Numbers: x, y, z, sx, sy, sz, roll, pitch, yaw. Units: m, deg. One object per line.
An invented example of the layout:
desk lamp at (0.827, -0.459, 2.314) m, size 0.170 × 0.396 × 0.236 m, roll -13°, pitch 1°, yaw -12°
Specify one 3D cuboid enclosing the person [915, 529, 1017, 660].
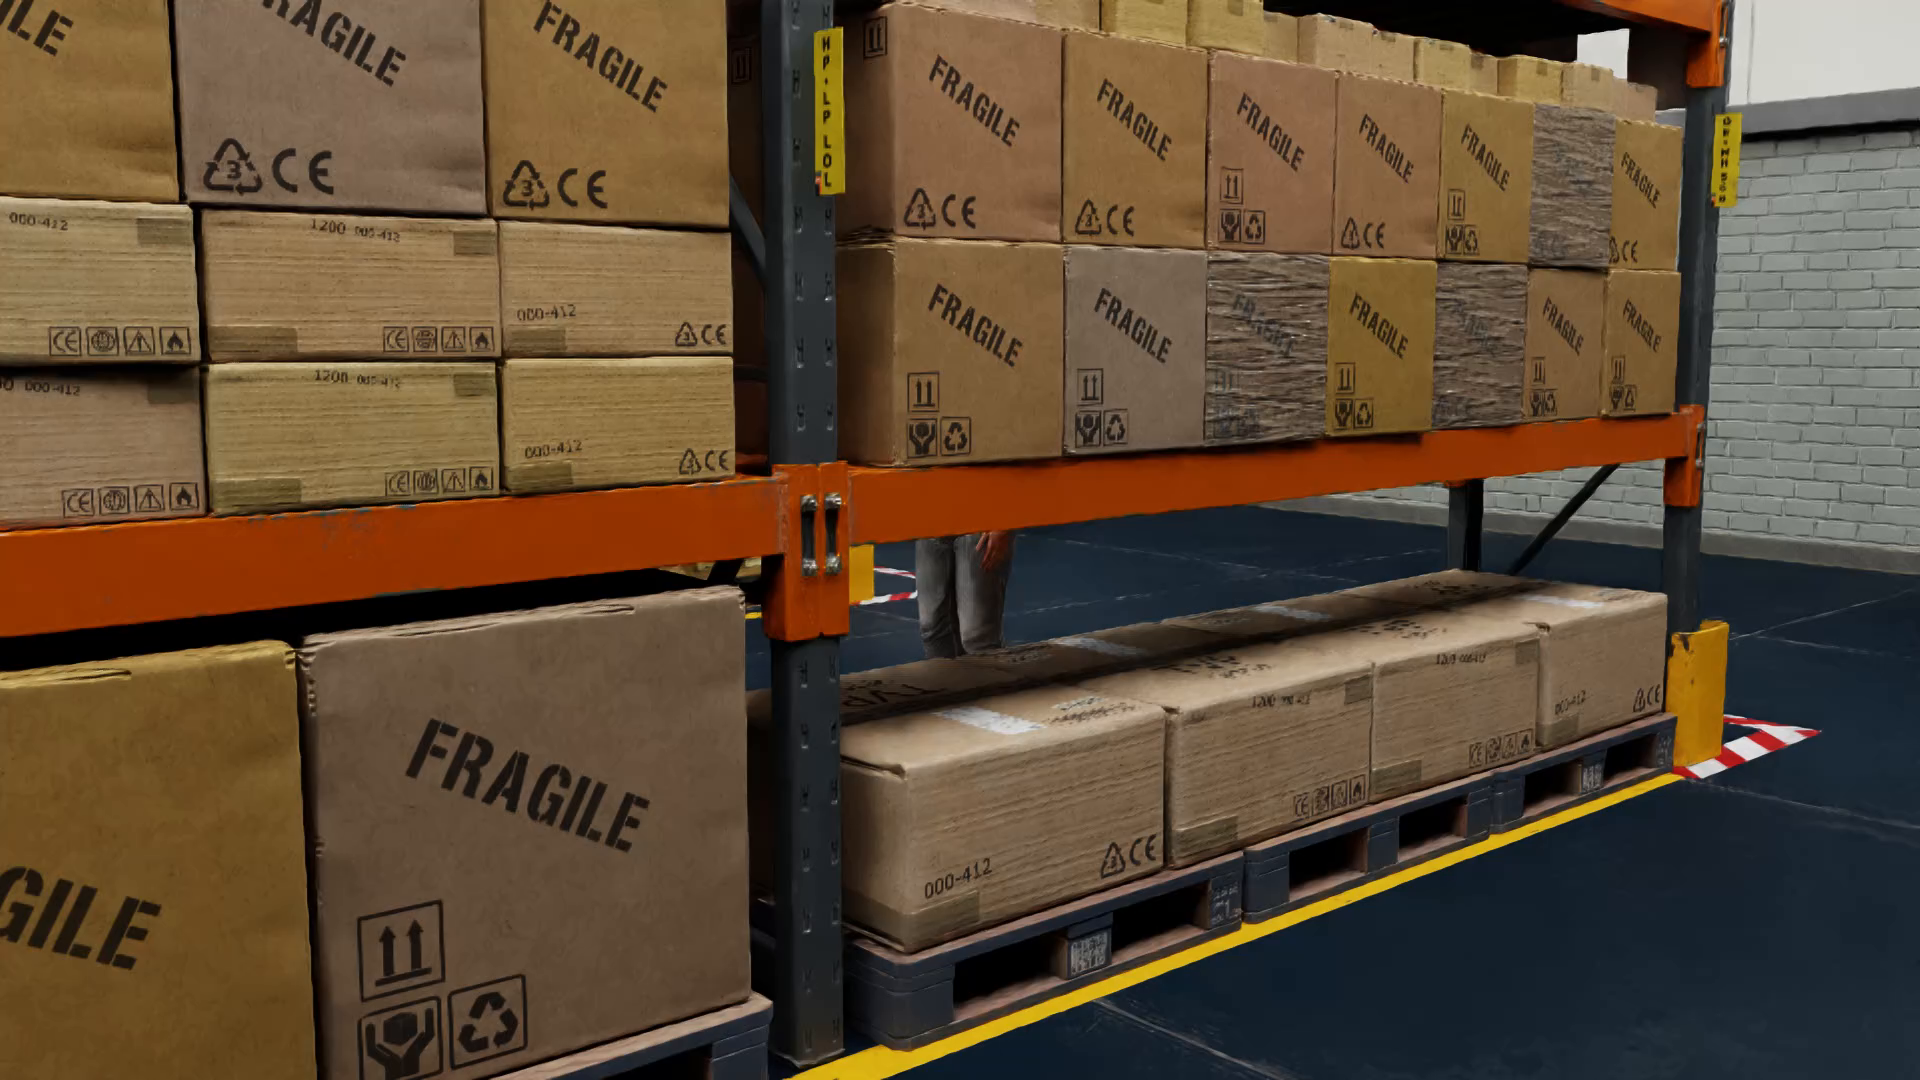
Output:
person at (0.033, -0.068, 6.242) m, size 0.358 × 1.765 × 0.533 m, roll -6°, pitch 10°, yaw -40°
